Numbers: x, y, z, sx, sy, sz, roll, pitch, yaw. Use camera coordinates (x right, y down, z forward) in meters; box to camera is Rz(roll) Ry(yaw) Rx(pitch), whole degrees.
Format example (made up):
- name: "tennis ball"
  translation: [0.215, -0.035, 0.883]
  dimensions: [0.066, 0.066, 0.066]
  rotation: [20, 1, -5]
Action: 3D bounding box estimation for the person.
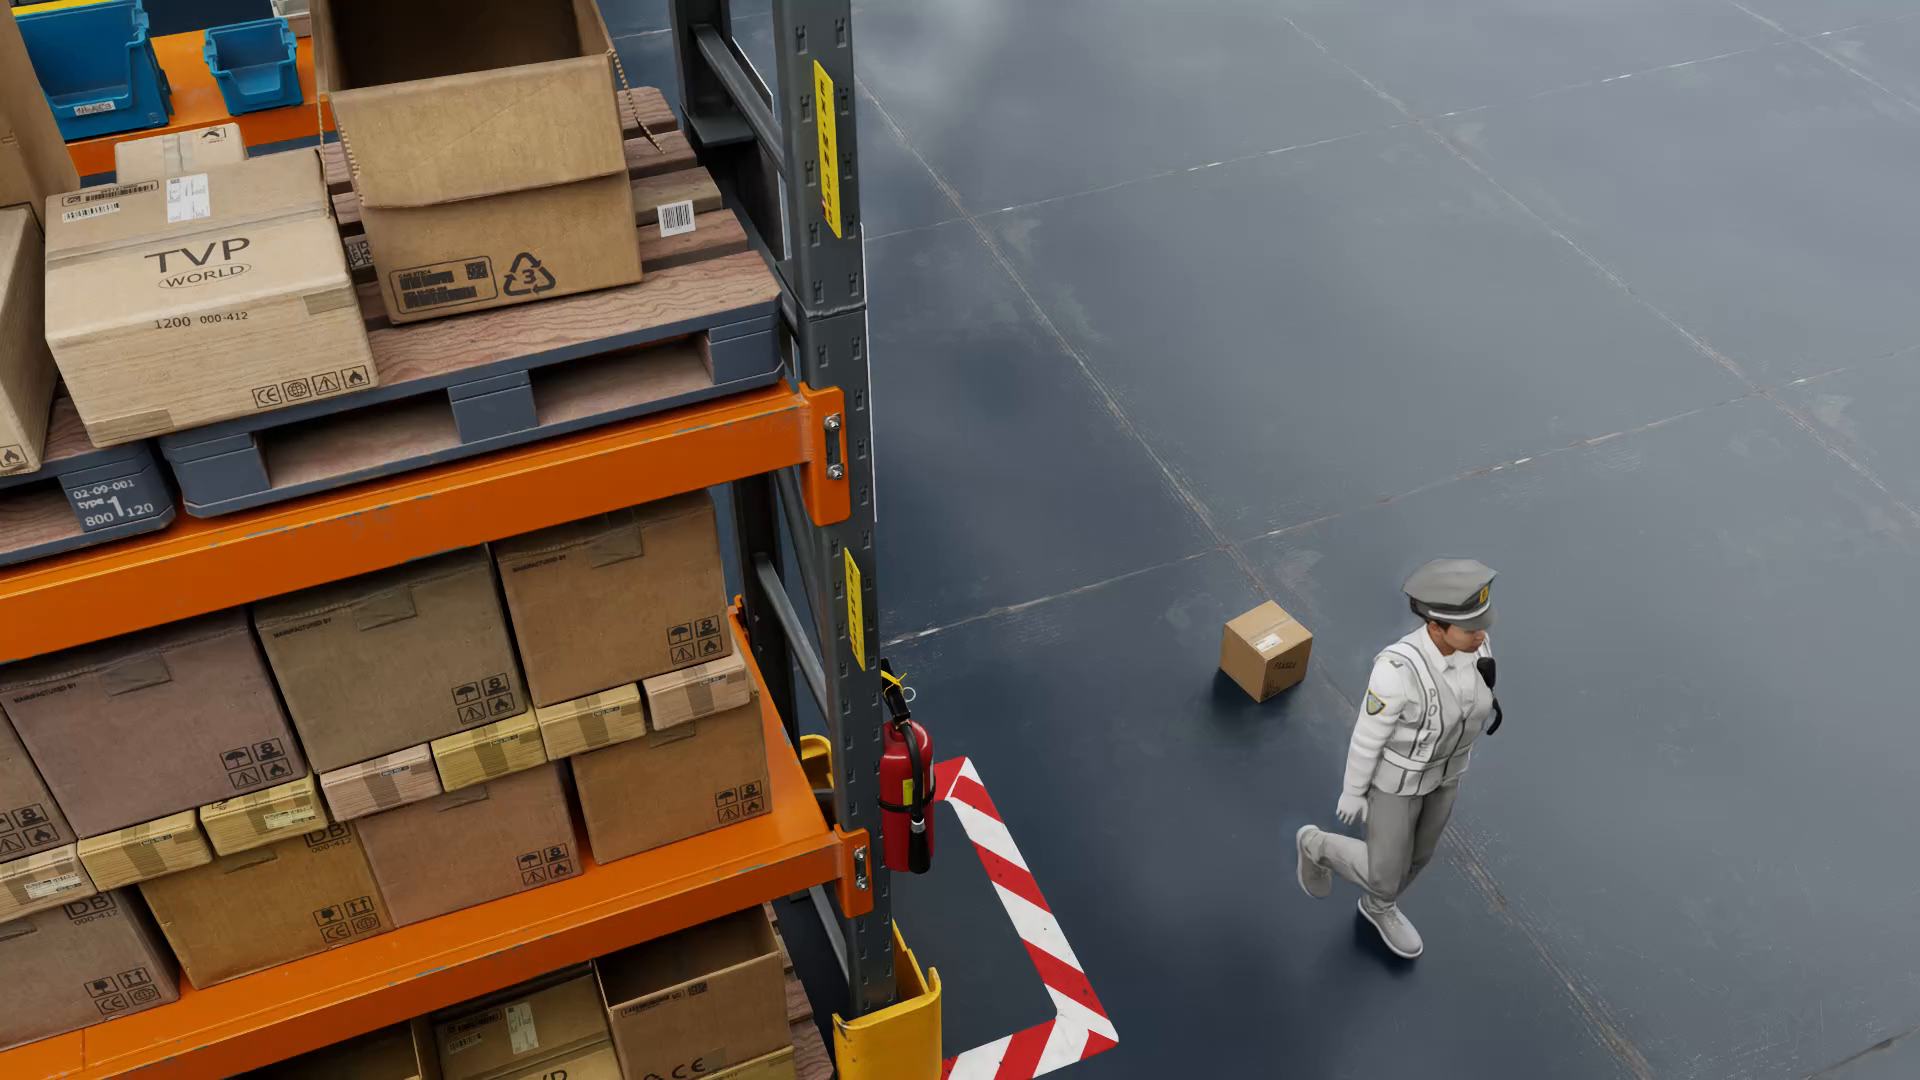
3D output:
- name: "person"
  translation: [1.415, 0.695, 5.327]
  dimensions: [0.503, 1.677, 0.504]
  rotation: [-23, 47, -24]
